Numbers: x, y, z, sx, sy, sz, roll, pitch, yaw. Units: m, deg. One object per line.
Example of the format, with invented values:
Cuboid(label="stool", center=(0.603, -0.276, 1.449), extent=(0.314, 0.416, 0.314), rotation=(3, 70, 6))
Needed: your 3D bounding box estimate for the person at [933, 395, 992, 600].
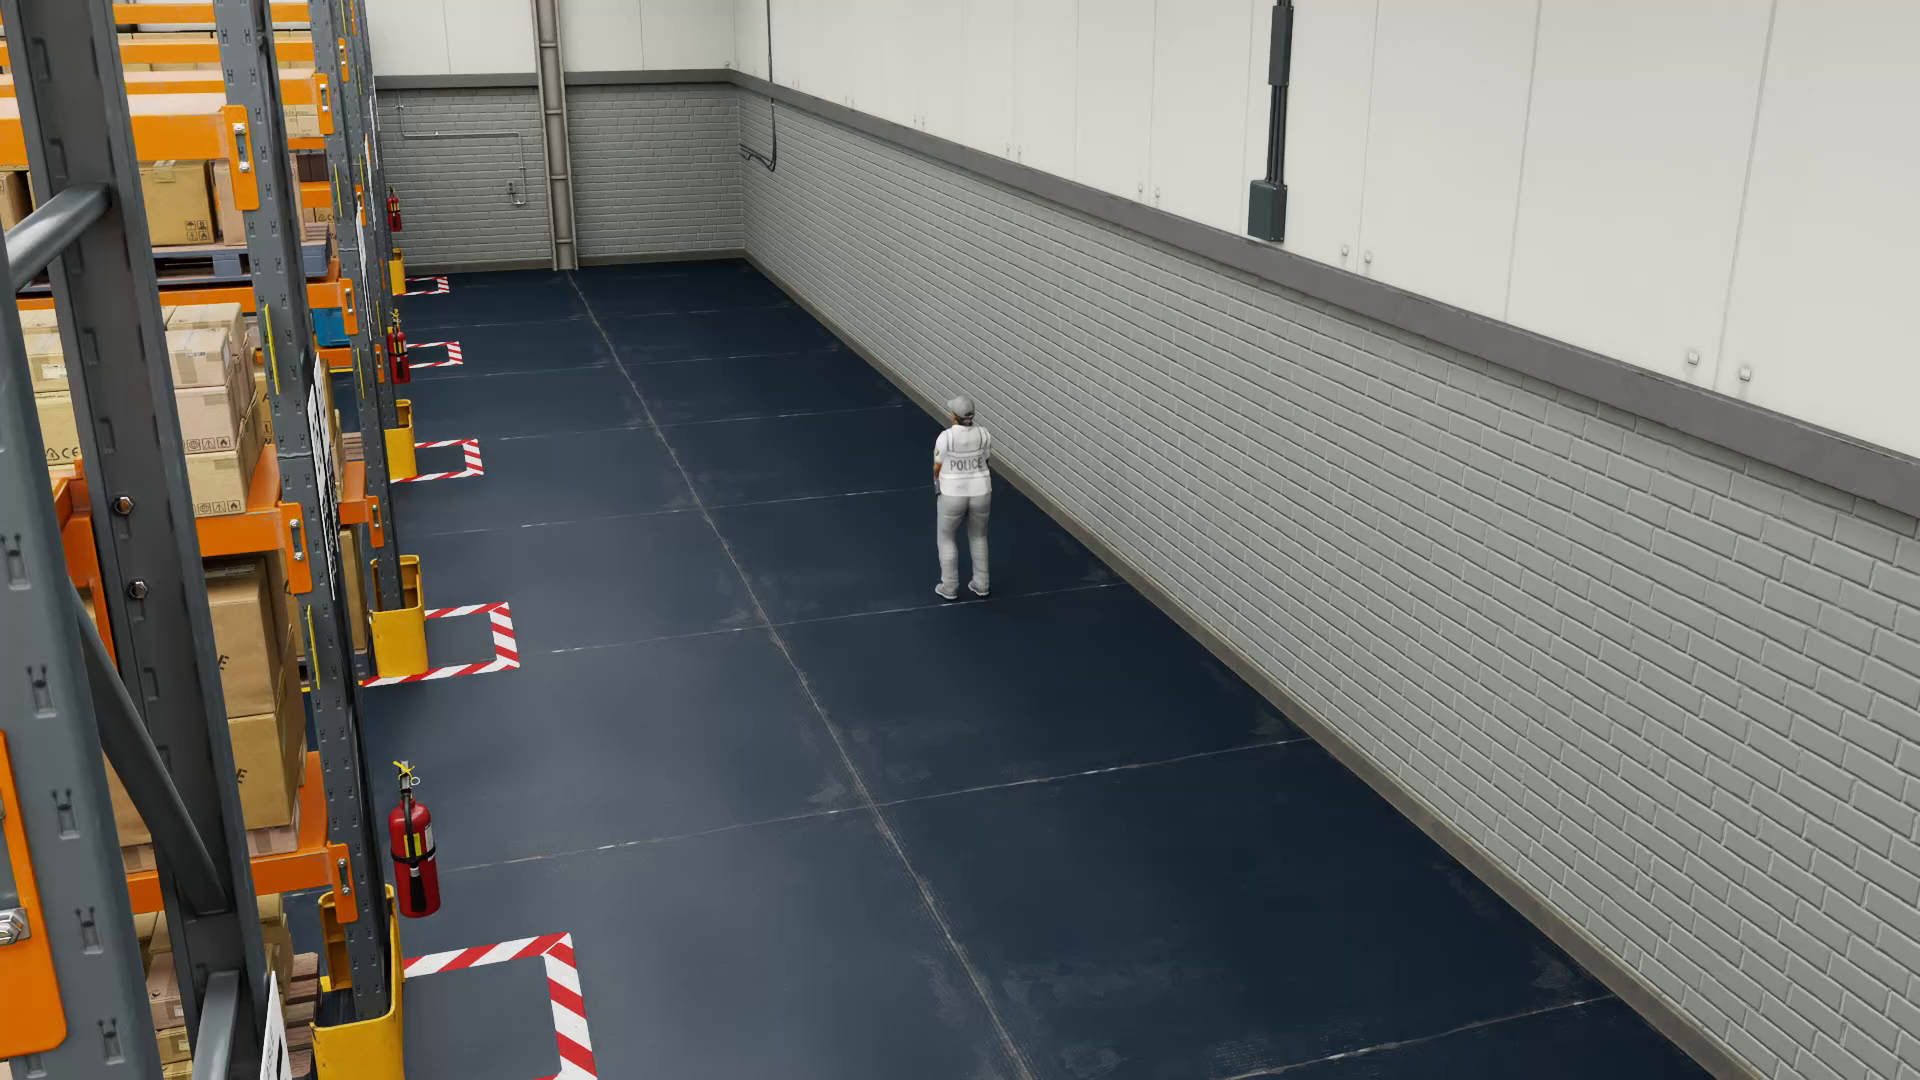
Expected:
Cuboid(label="person", center=(-0.004, -0.367, 13.122), extent=(0.452, 1.653, 0.521), rotation=(-6, 20, -17))
